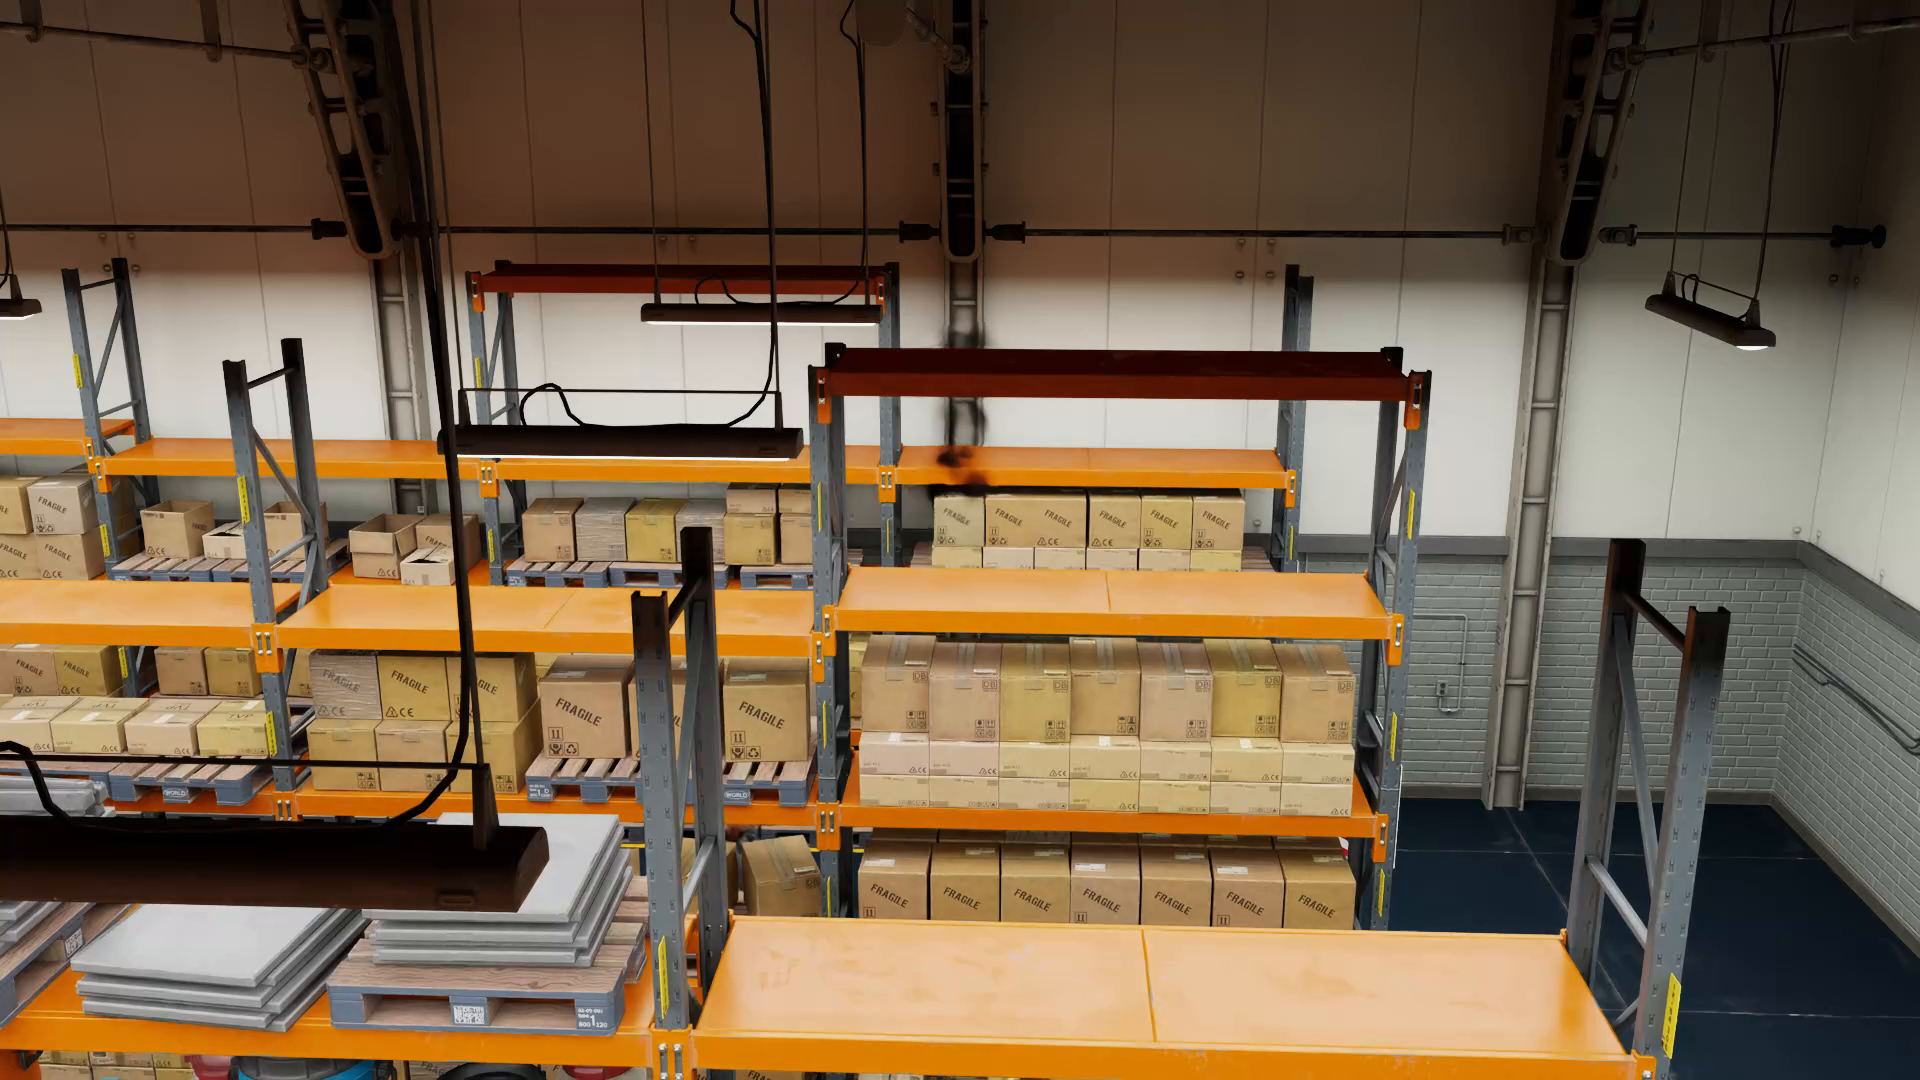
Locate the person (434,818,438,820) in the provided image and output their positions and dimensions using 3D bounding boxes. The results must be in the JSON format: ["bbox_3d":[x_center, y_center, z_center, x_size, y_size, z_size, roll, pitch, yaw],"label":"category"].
[{"bbox_3d":[-4.753,2.825,16.162,0.689,1.566,0.596,-2,16,-6],"label":"person"}]

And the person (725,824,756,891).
[{"bbox_3d":[-1.915,3.190,14.650,0.599,1.684,0.660,2,16,6],"label":"person"}]
